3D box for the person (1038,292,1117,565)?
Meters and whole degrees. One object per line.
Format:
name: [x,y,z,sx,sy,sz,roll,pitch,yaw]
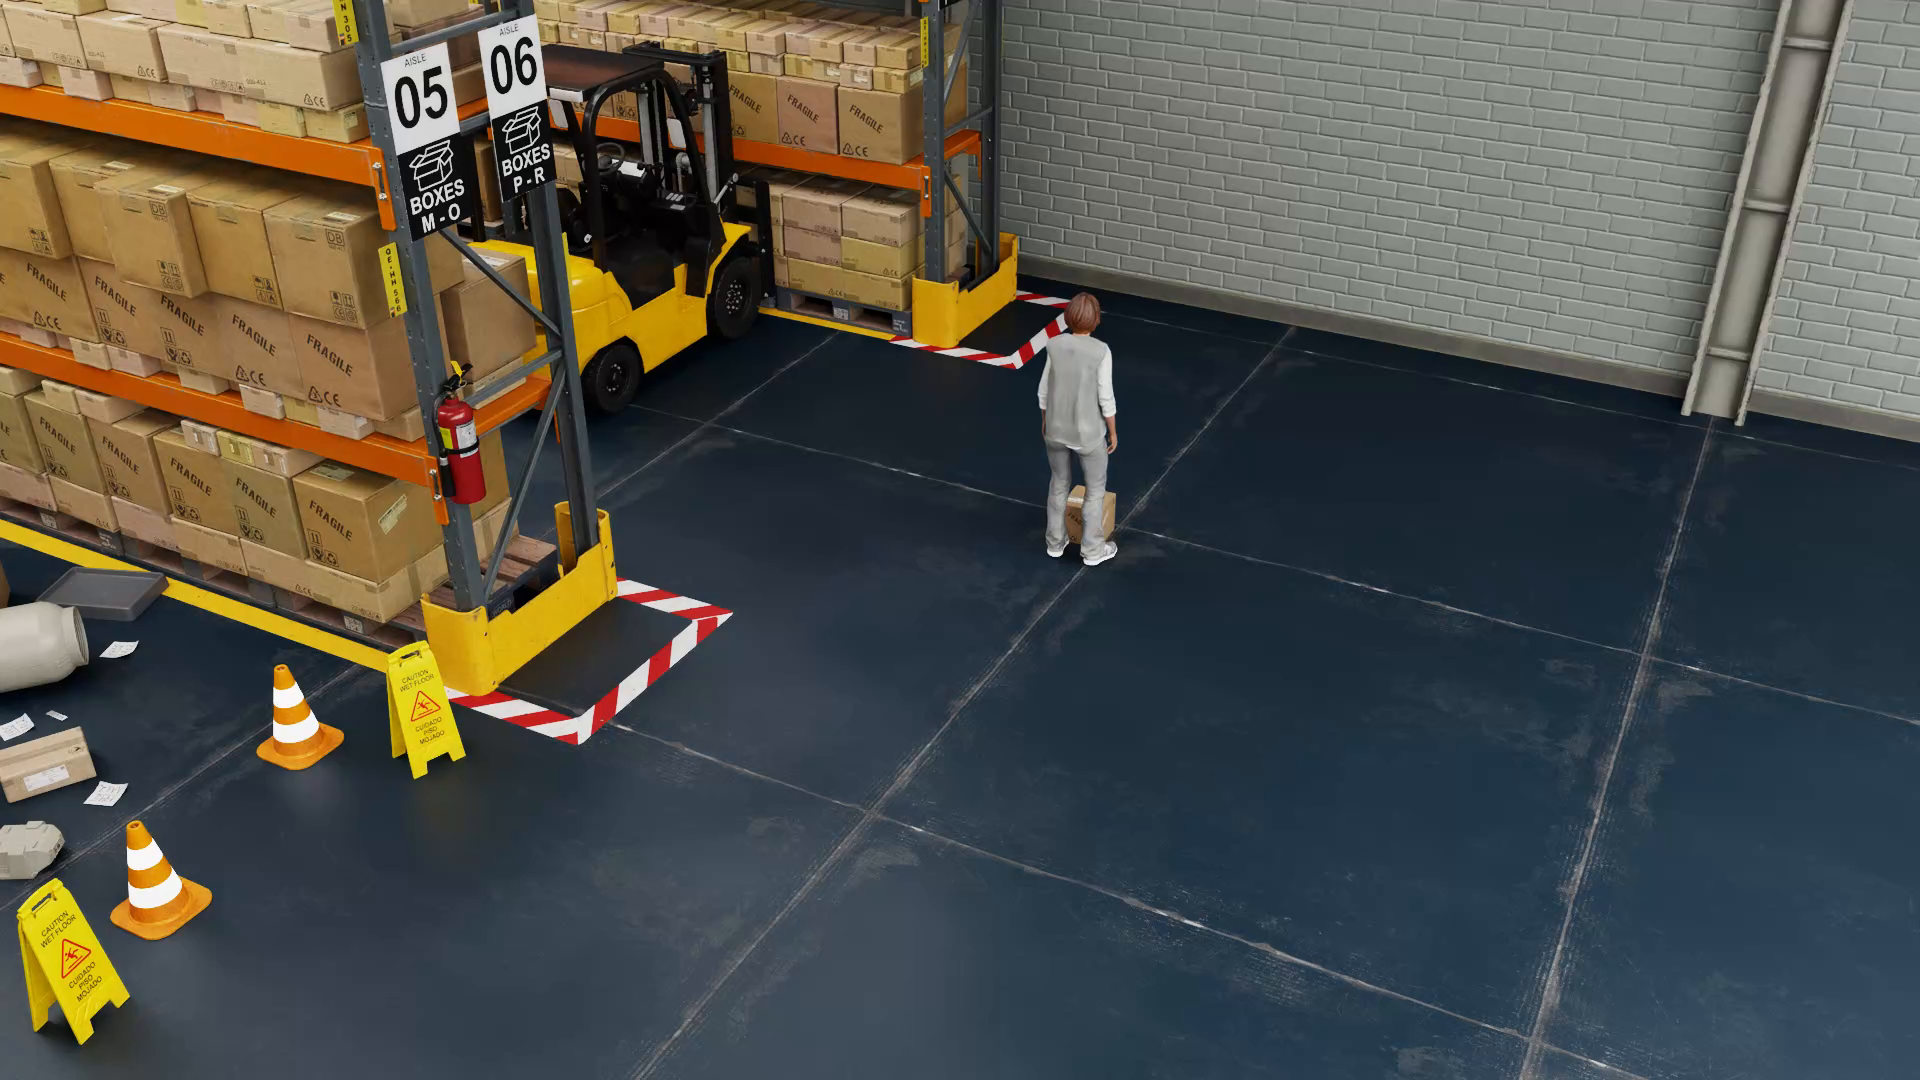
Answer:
person: [0.658,-0.606,9.321,0.465,1.593,0.348,14,33,23]
